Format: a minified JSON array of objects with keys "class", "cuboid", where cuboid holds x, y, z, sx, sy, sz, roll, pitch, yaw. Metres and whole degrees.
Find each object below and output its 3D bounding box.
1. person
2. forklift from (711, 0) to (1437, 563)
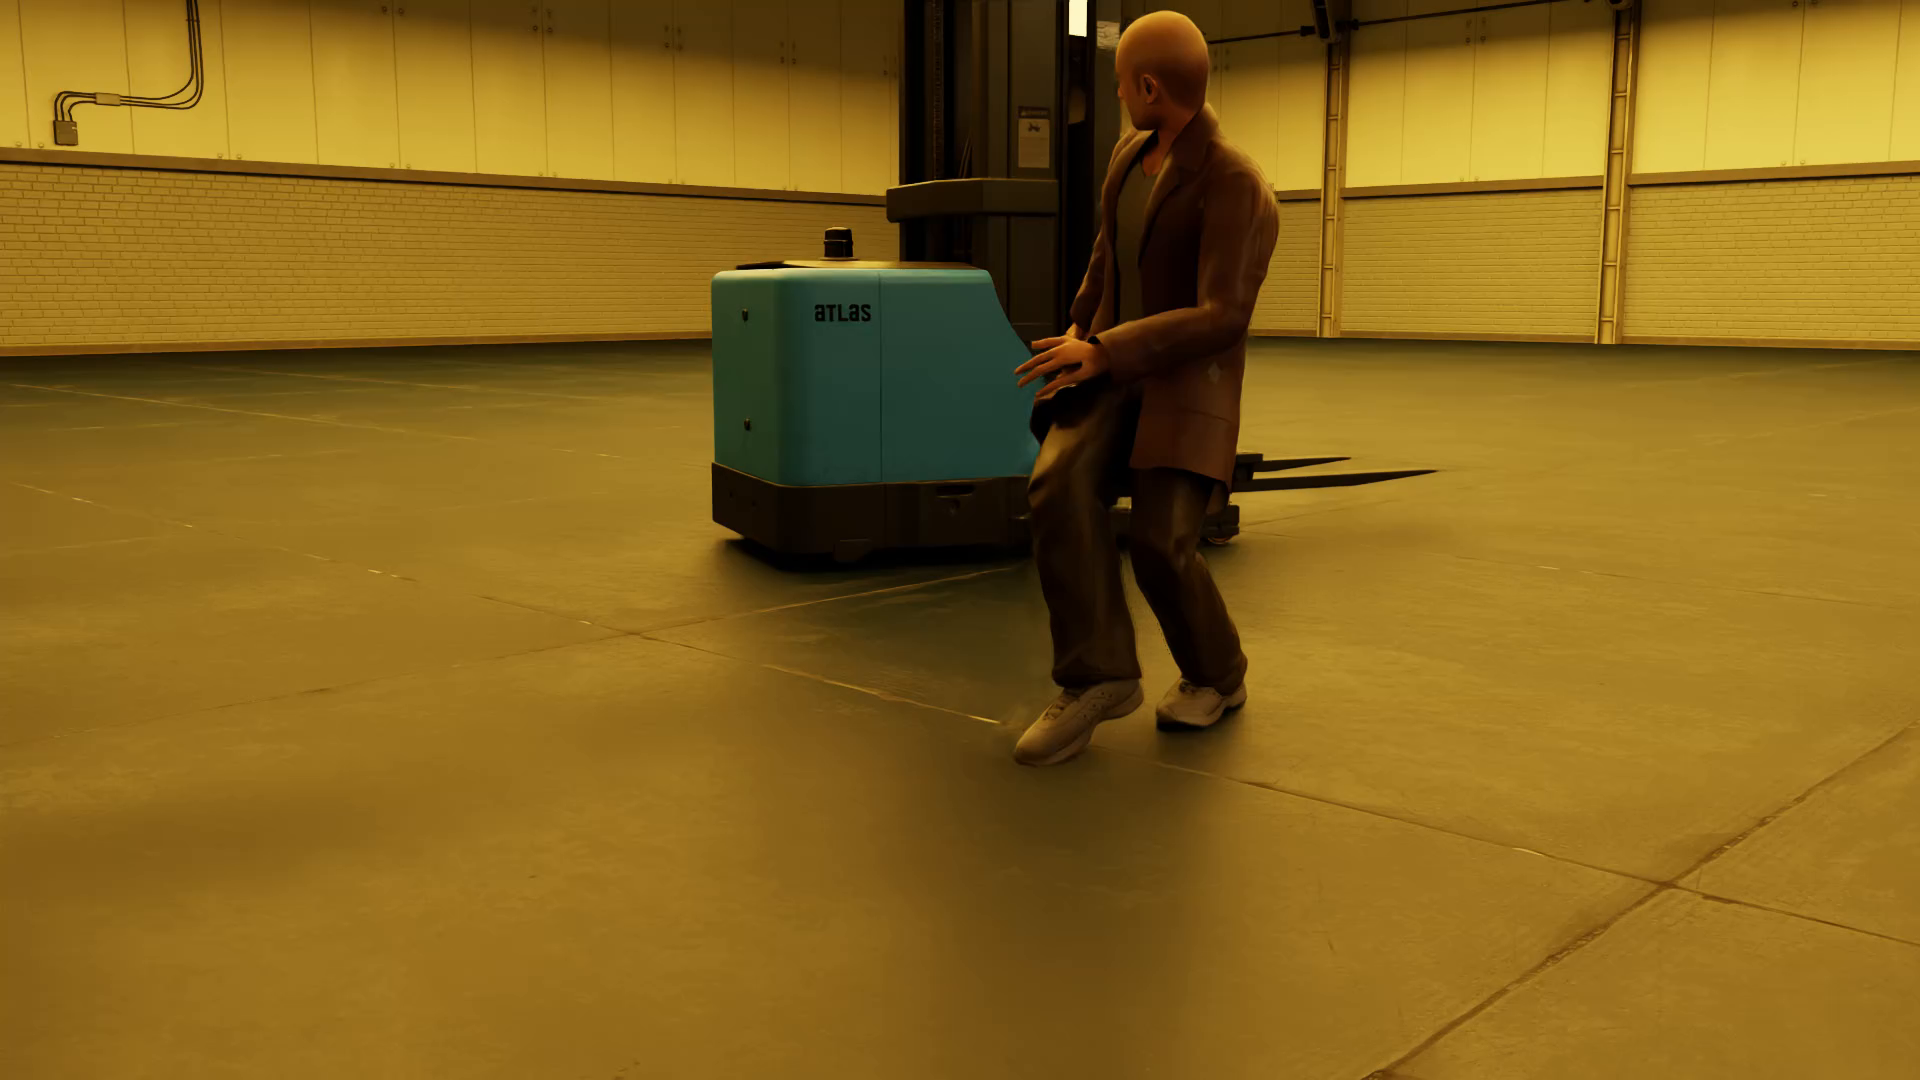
[{"class":"person","cuboid":[0.335,-0.353,3.779,0.804,1.606,0.829,8,12,43]},{"class":"forklift","cuboid":[0.559,-1.486,6.742,3.031,2.935,1.130,-4,9,-23]}]
